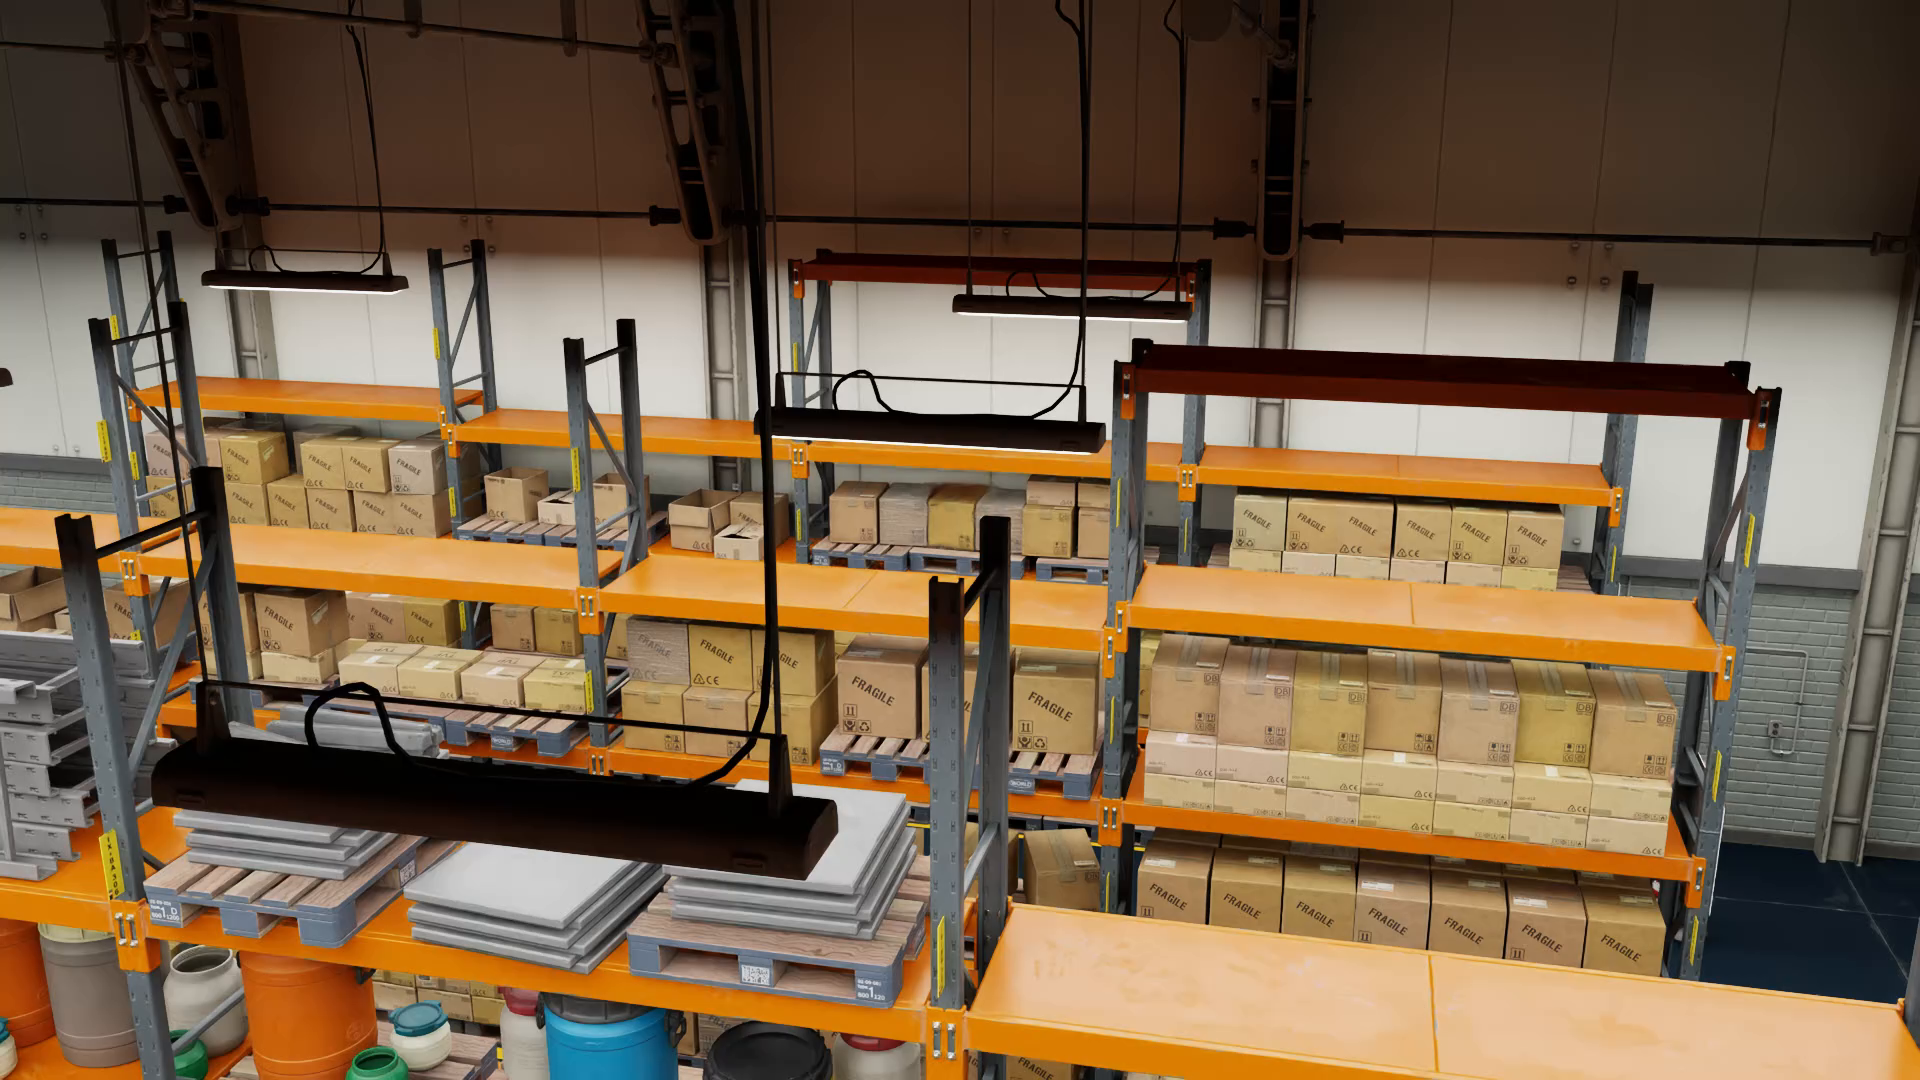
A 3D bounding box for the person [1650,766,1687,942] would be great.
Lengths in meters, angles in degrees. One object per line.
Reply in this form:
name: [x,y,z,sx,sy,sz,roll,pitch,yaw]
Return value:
person: [6.465,2.904,15.296,1.030,1.764,0.602,-3,17,-9]
